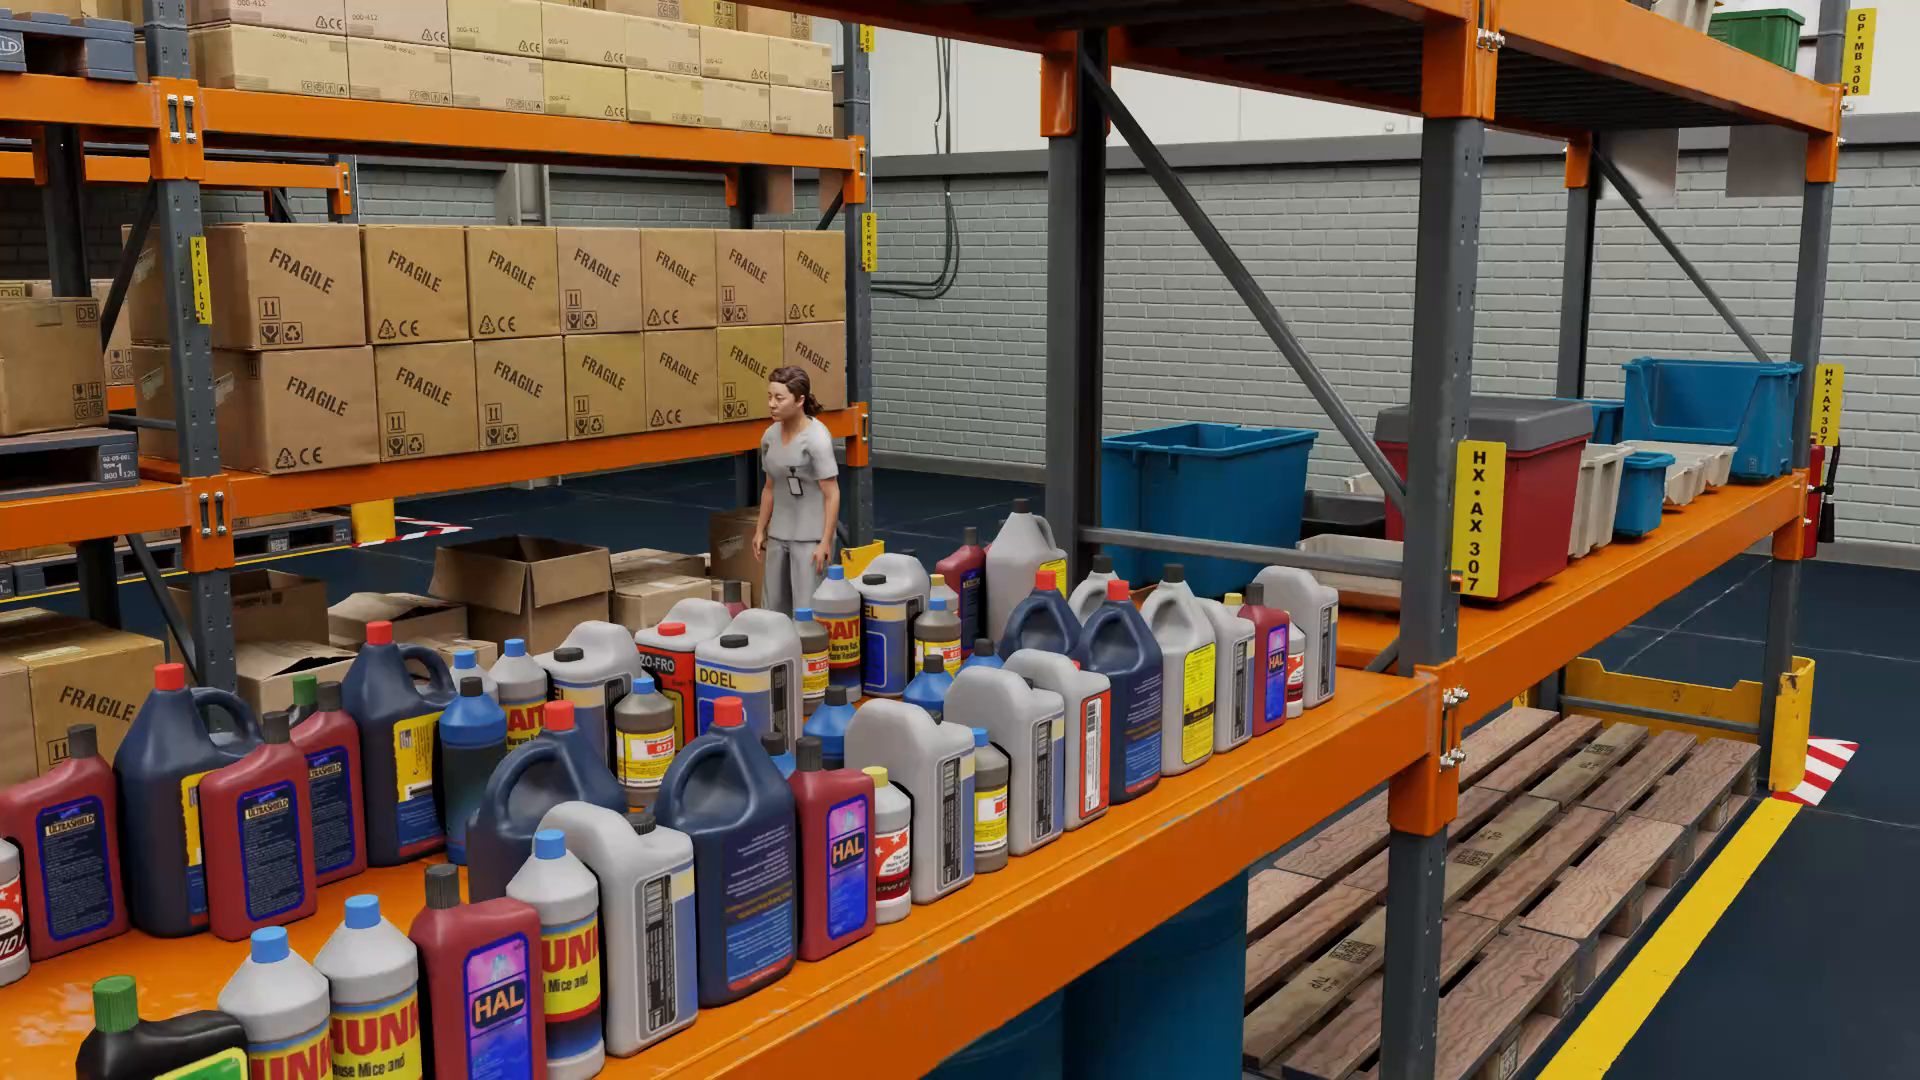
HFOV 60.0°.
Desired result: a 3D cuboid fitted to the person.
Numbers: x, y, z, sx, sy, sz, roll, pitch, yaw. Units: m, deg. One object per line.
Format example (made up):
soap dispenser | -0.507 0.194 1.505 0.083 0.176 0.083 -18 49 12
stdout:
person | -0.773 0.015 7.824 0.509 1.669 0.355 9 13 41
